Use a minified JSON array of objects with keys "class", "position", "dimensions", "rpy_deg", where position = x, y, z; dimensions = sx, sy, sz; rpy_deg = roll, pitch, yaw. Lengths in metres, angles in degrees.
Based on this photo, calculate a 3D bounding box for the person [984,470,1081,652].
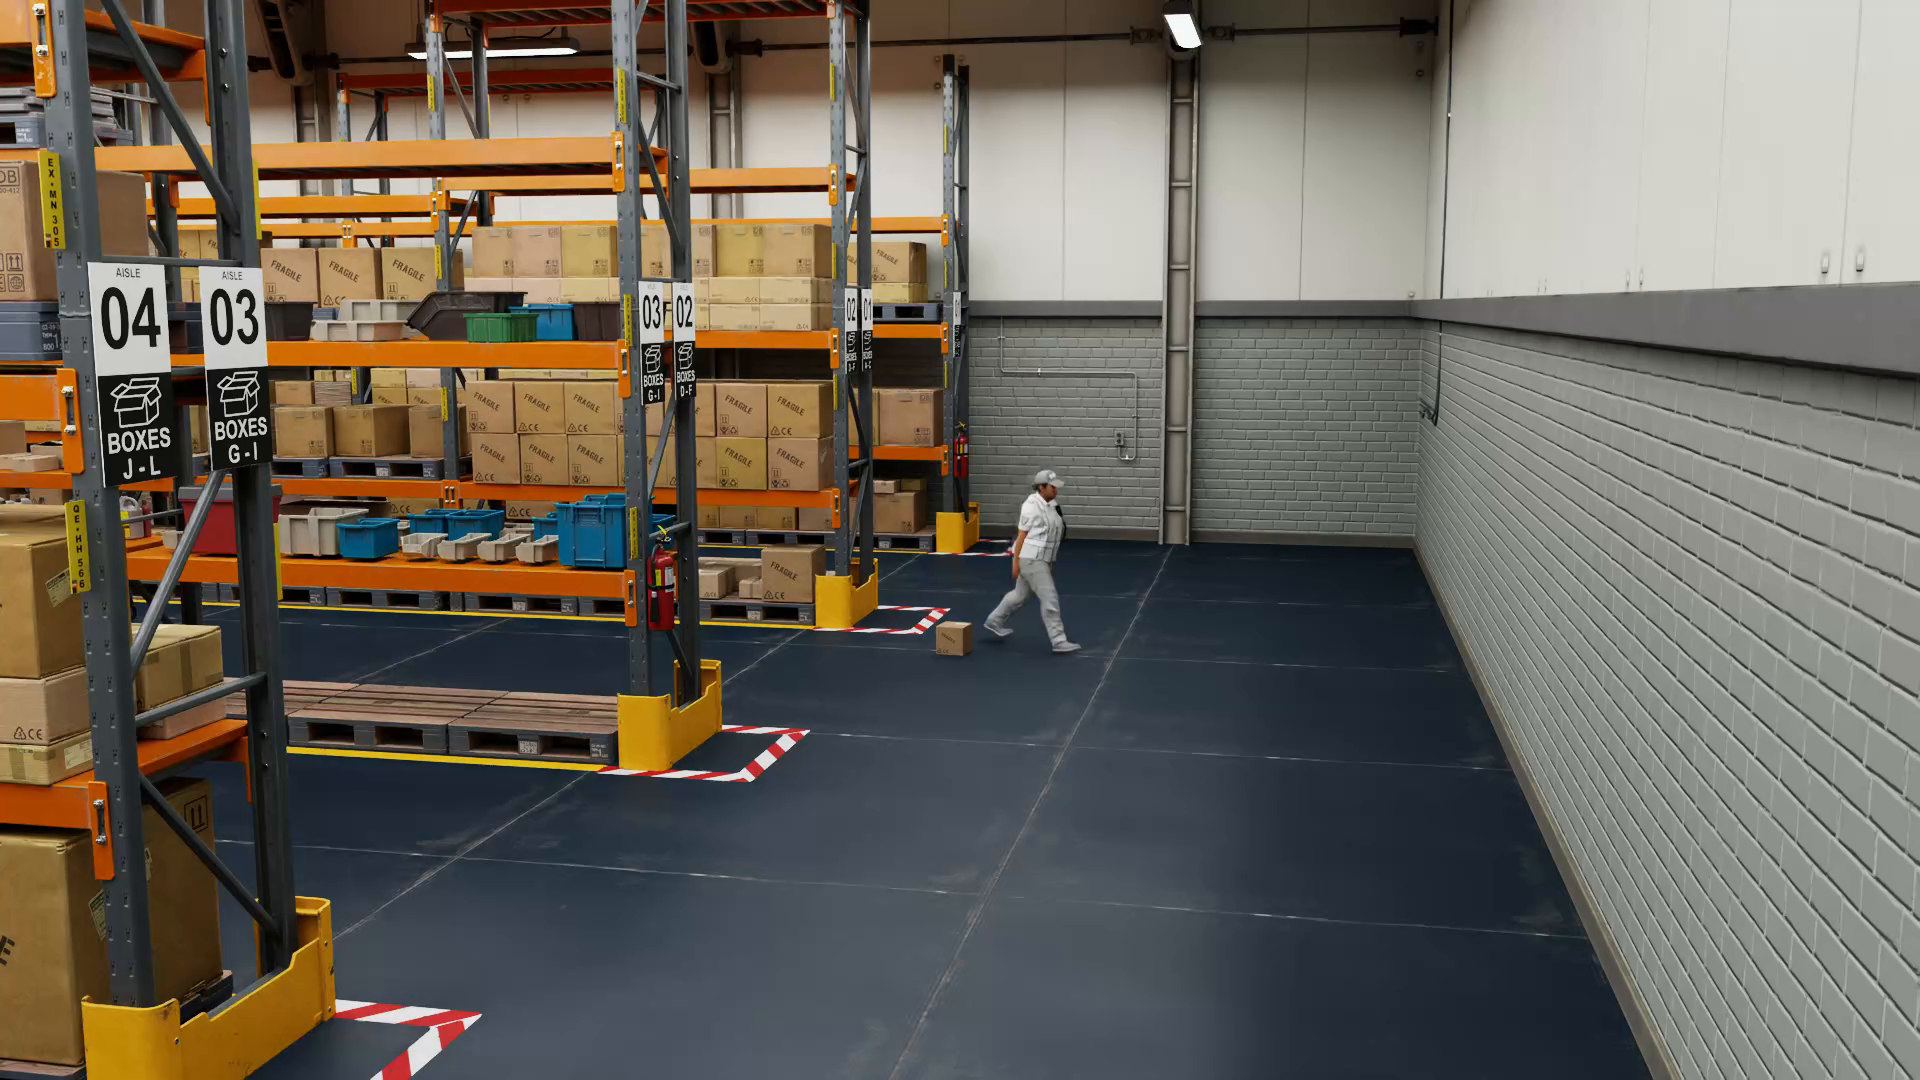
[{"class":"person","position":[0.661,0.161,14.827],"dimensions":[1.075,1.599,0.486],"rpy_deg":[4,9,27]}]
